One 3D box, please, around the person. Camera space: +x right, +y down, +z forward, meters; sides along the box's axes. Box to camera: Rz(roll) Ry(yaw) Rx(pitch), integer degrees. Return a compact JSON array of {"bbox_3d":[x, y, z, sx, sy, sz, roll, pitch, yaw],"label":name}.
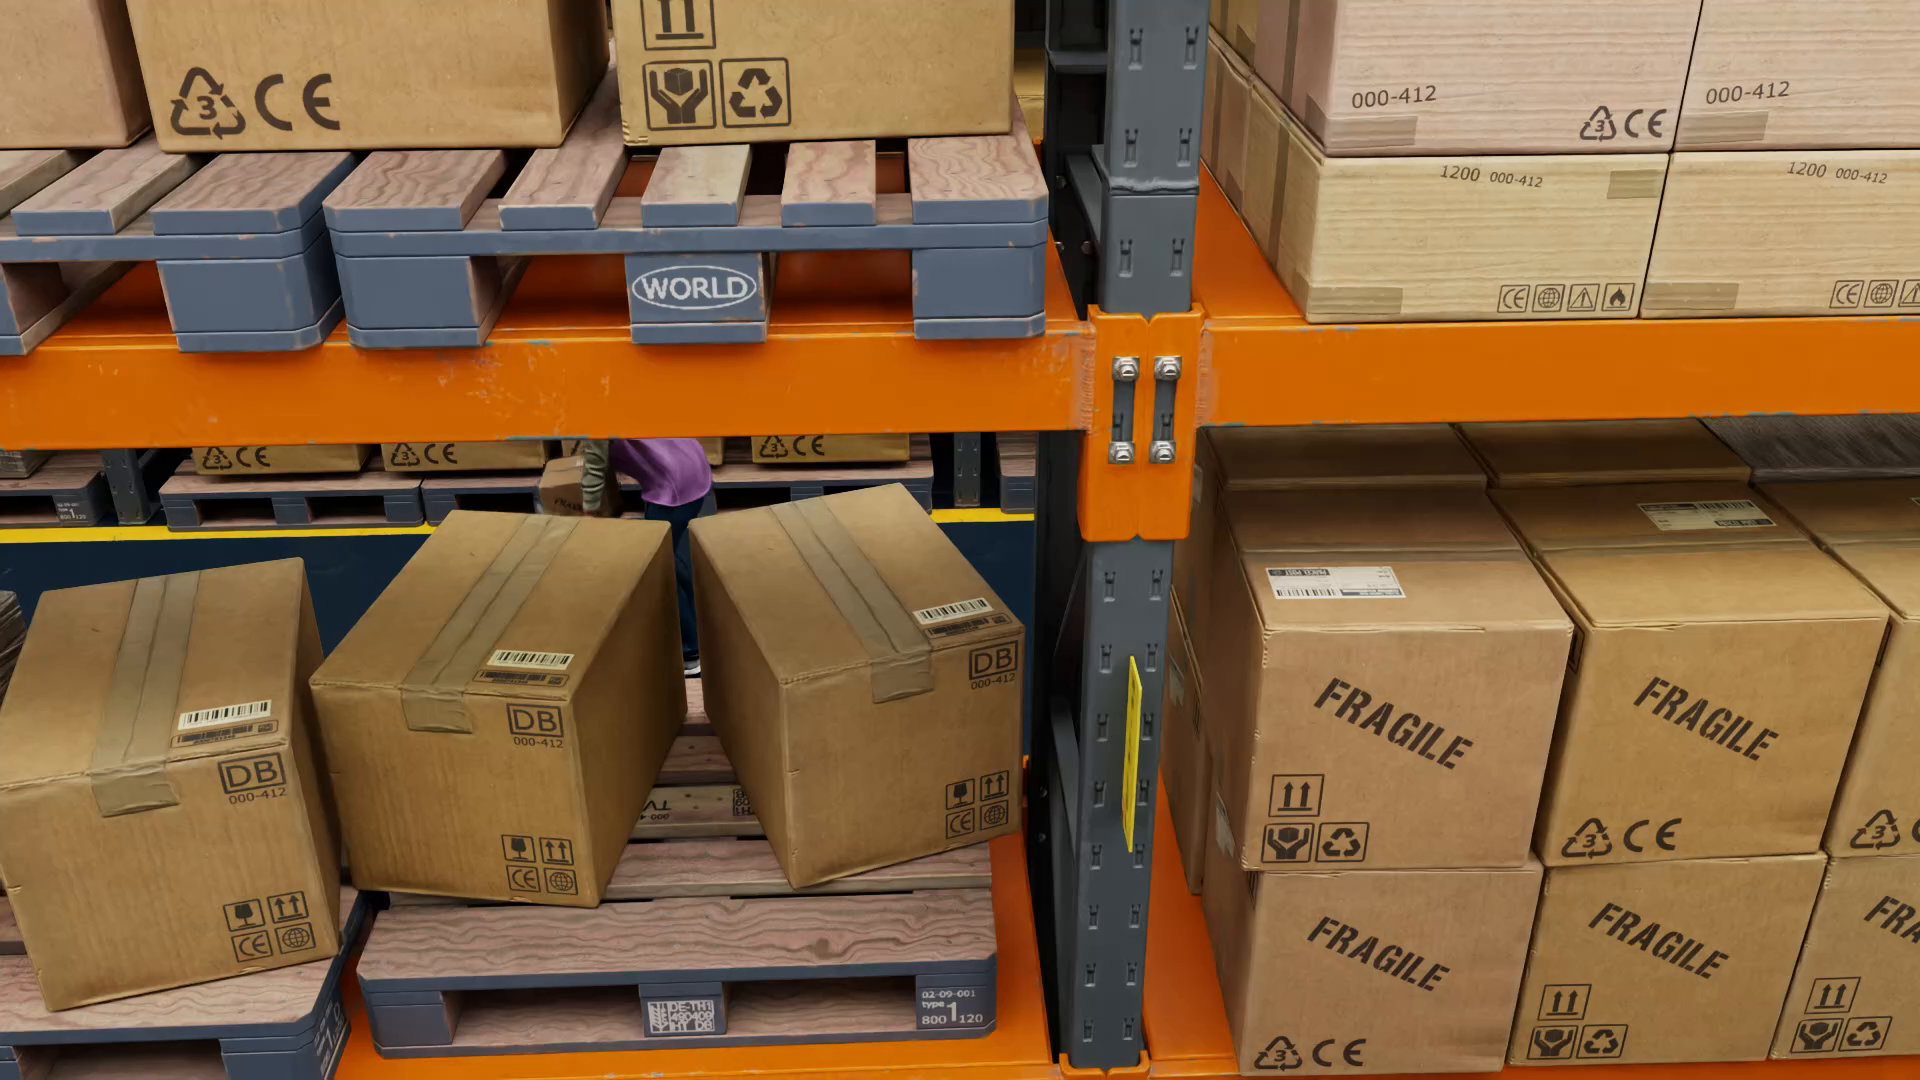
[{"bbox_3d":[-1.292,-0.132,6.550,0.646,1.444,0.380,-2,28,-4],"label":"person"}]
